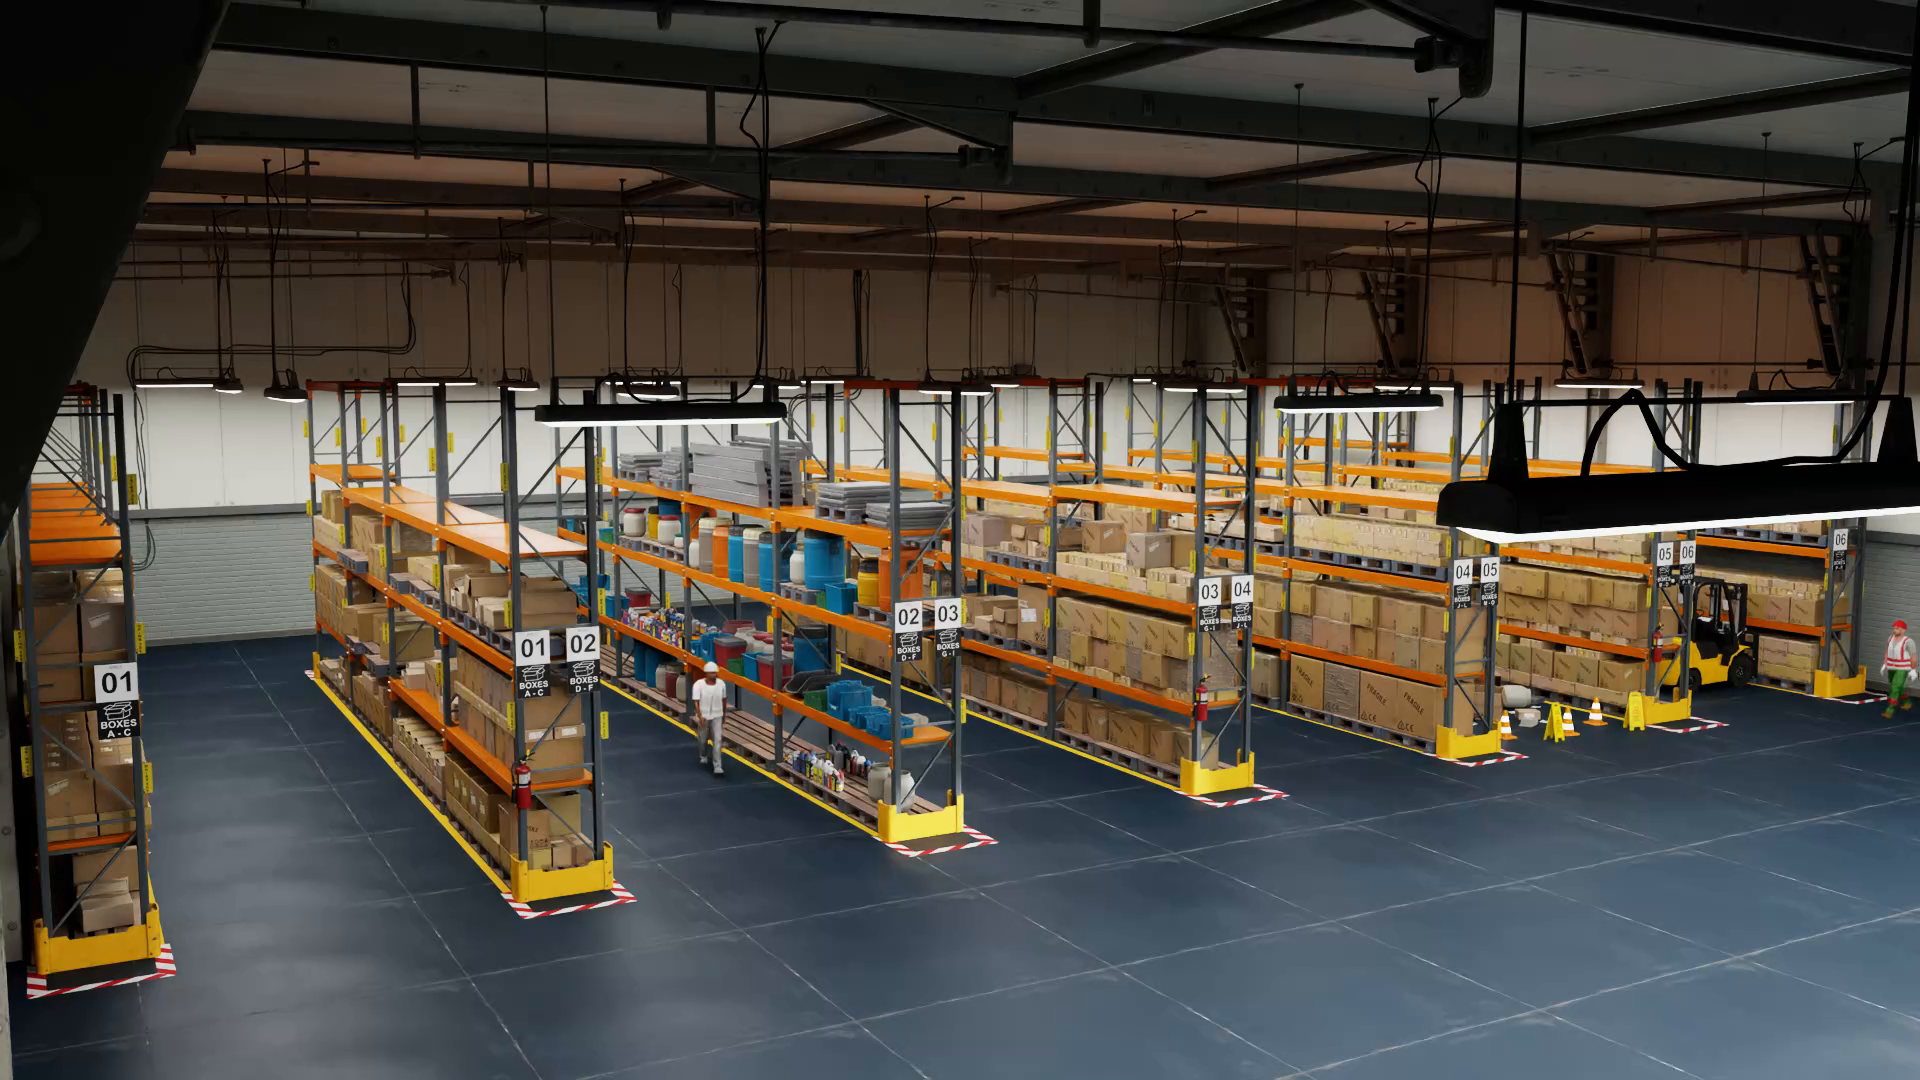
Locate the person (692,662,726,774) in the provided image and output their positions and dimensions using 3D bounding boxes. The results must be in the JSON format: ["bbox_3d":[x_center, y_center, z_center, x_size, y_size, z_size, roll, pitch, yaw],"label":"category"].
[{"bbox_3d":[-3.864,2.742,25.795,0.556,1.693,1.080,-2,6,-16],"label":"person"}]

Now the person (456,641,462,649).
[{"bbox_3d":[-10.548,1.703,35.274,0.537,1.718,1.039,-3,7,-24],"label":"person"}]

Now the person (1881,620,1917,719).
[{"bbox_3d":[16.804,2.300,29.740,1.075,1.748,0.538,-3,7,-27],"label":"person"}]

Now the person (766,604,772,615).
[{"bbox_3d":[-4.469,1.133,41.240,1.070,1.594,0.449,4,8,36],"label":"person"}]
